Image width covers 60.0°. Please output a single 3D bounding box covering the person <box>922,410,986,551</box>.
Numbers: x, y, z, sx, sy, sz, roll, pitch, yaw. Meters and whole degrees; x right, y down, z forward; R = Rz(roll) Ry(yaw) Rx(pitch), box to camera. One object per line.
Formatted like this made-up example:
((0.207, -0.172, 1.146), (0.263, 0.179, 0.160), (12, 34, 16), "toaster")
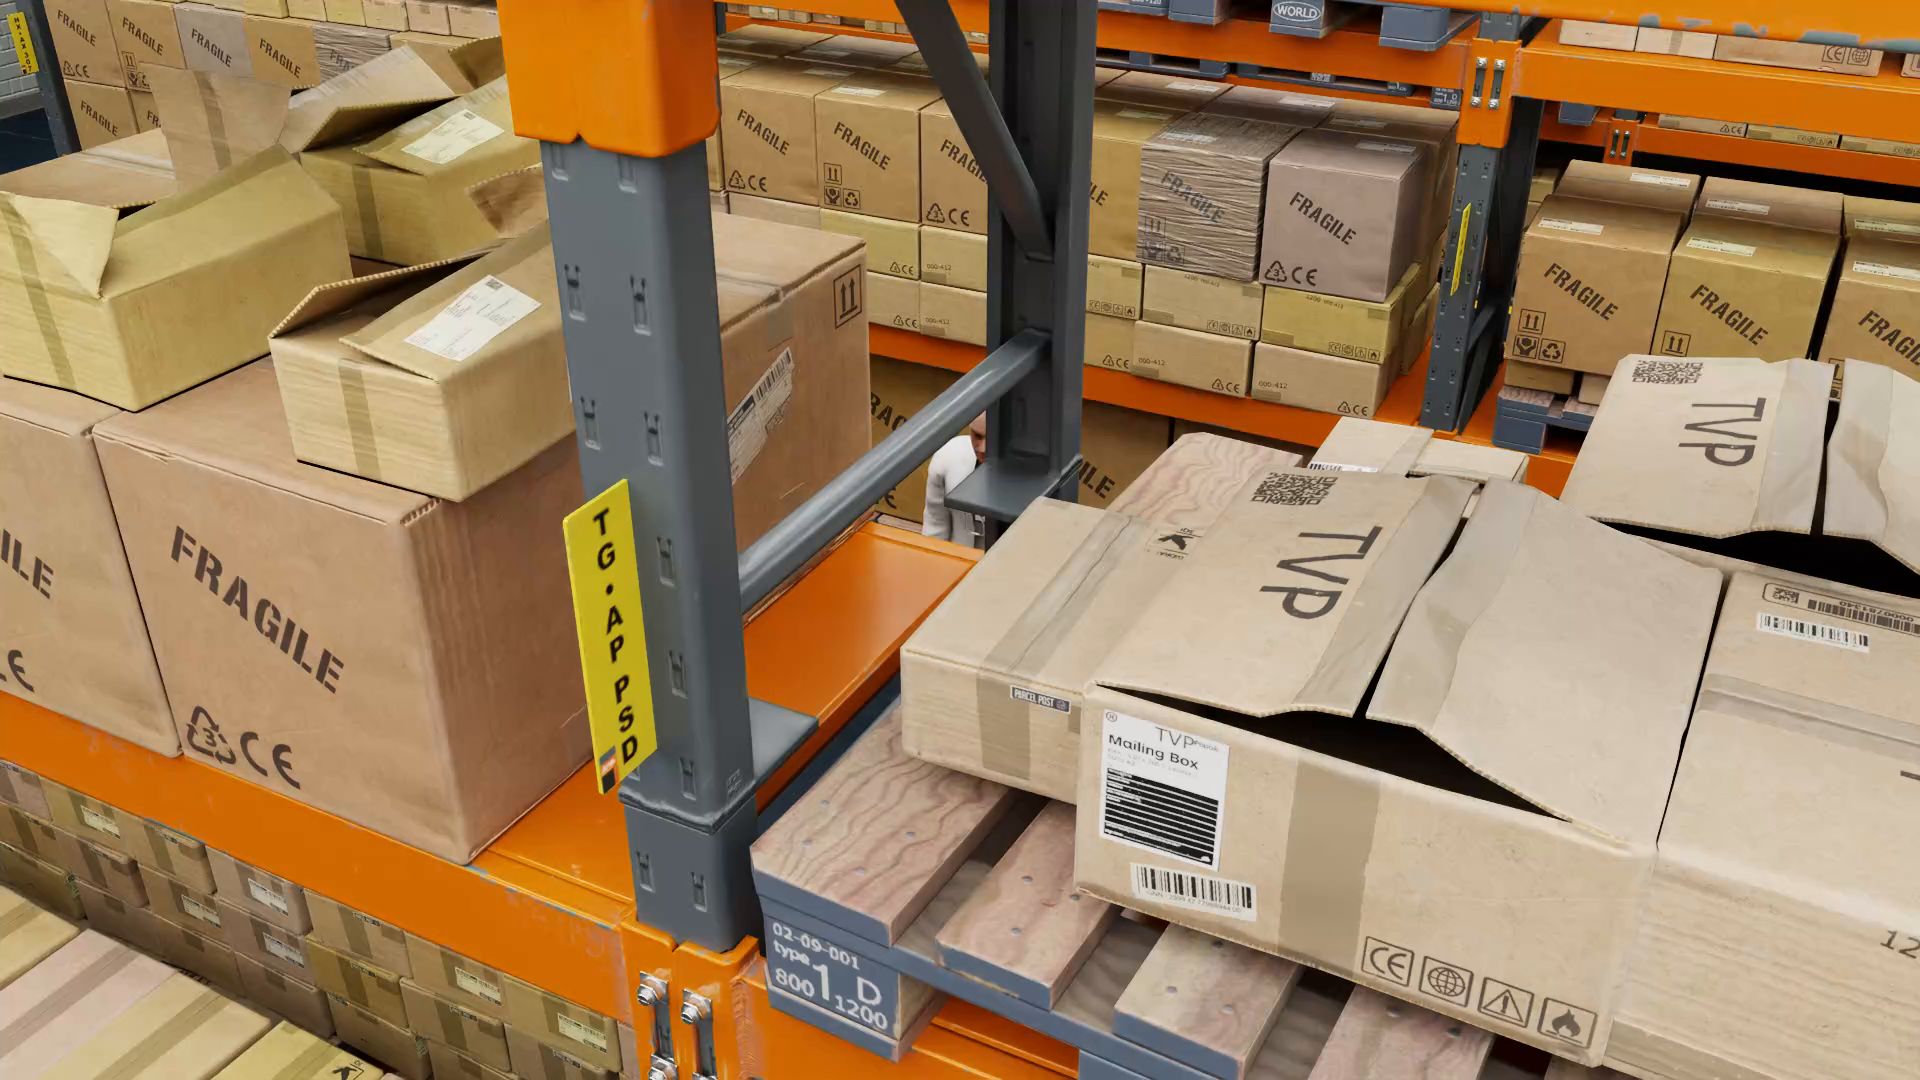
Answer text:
((0.119, 0.228, 6.245), (0.643, 1.772, 0.429), (13, 32, 21), "person")
